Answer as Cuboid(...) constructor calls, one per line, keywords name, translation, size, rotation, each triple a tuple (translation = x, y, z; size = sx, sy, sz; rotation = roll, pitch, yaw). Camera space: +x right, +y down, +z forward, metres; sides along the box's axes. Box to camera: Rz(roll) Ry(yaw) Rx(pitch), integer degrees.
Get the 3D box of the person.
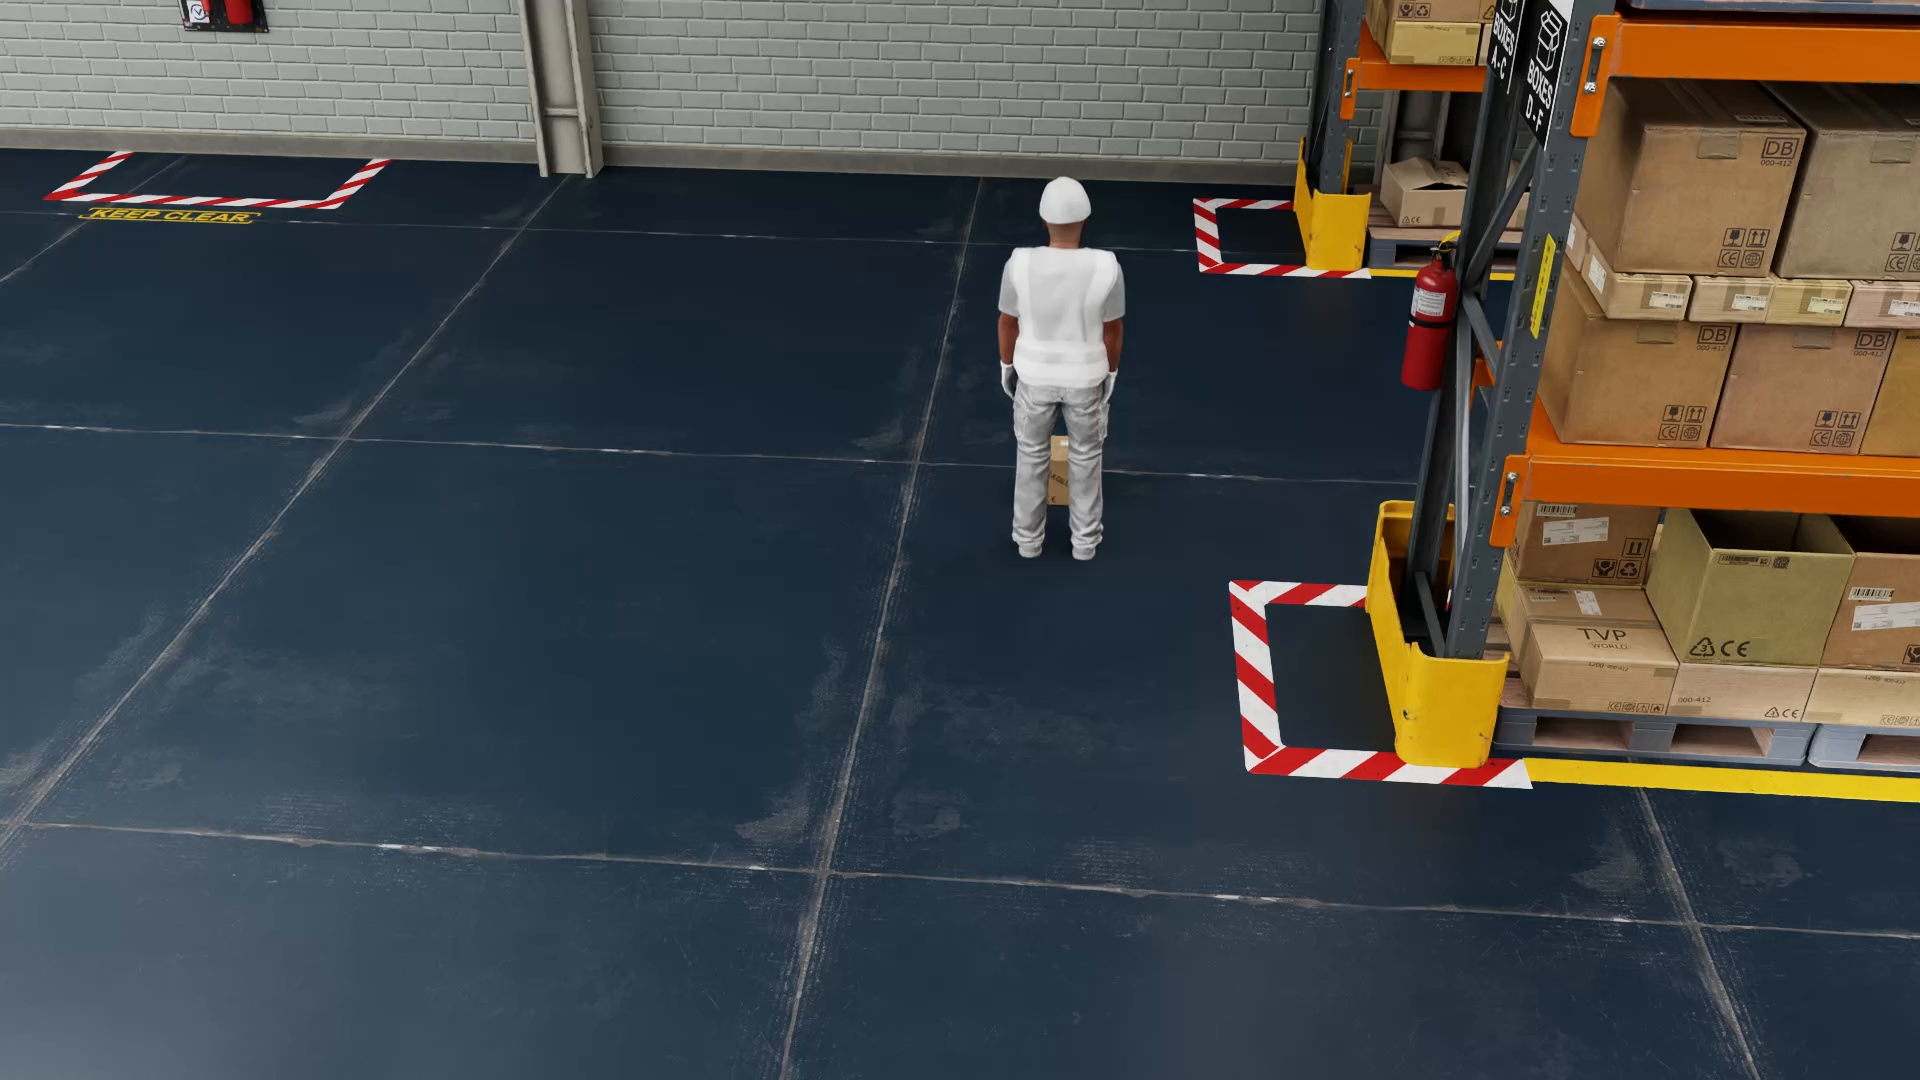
Cuboid(name="person", translation=(0.435, -0.732, 7.302), size=(0.545, 1.782, 0.357), rotation=(3, 32, 5))
